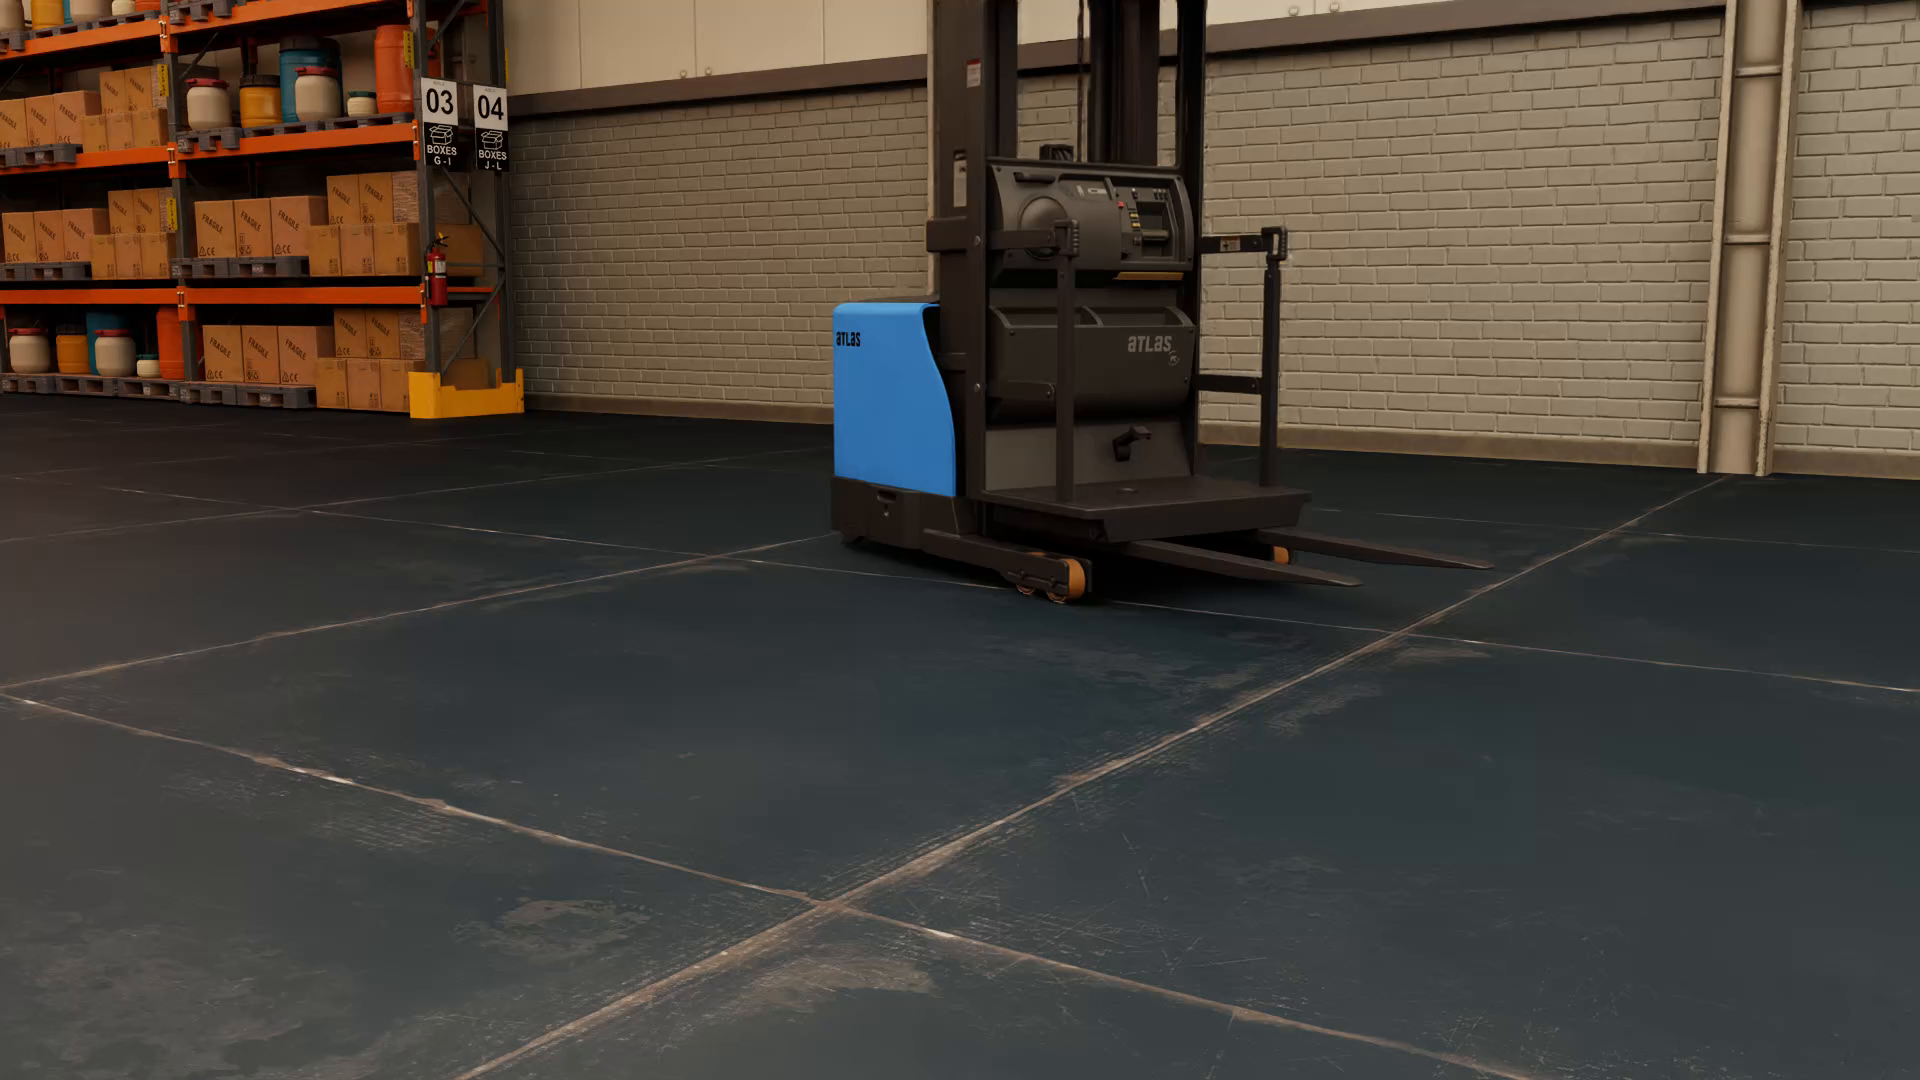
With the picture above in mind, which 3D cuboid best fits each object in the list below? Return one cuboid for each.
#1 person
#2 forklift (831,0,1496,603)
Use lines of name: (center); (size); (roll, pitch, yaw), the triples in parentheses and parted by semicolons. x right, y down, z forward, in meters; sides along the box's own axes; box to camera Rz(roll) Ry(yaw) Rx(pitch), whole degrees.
person: (0.661, -0.703, 7.525); (0.816, 1.442, 0.831); (3, 9, 21)
forklift: (0.645, -1.298, 6.319); (1.130, 2.935, 3.031); (-5, 10, -33)
